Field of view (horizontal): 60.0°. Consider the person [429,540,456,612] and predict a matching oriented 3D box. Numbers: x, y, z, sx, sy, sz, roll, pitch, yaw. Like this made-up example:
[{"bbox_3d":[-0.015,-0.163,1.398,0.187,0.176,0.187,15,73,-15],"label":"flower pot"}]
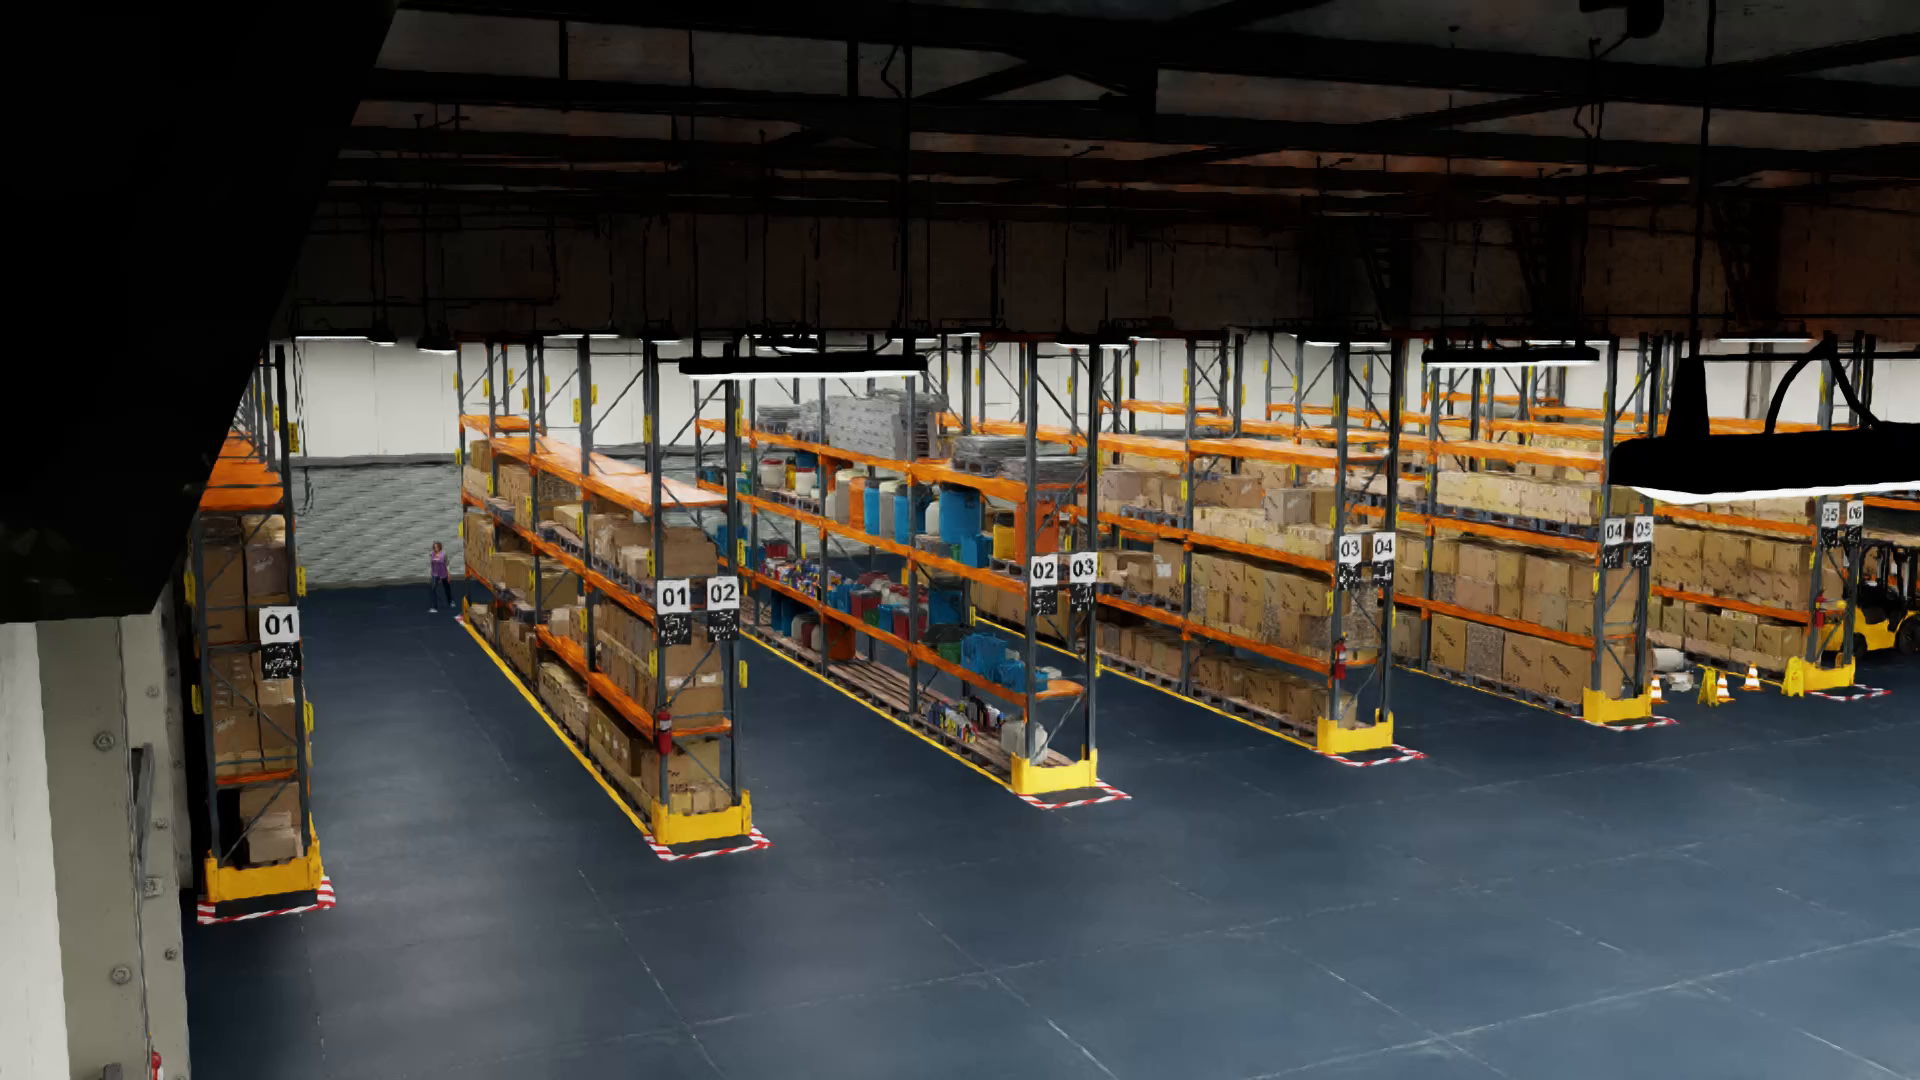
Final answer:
[{"bbox_3d":[-11.162,0.750,35.761,0.458,1.531,0.876,0,8,-2],"label":"person"}]
